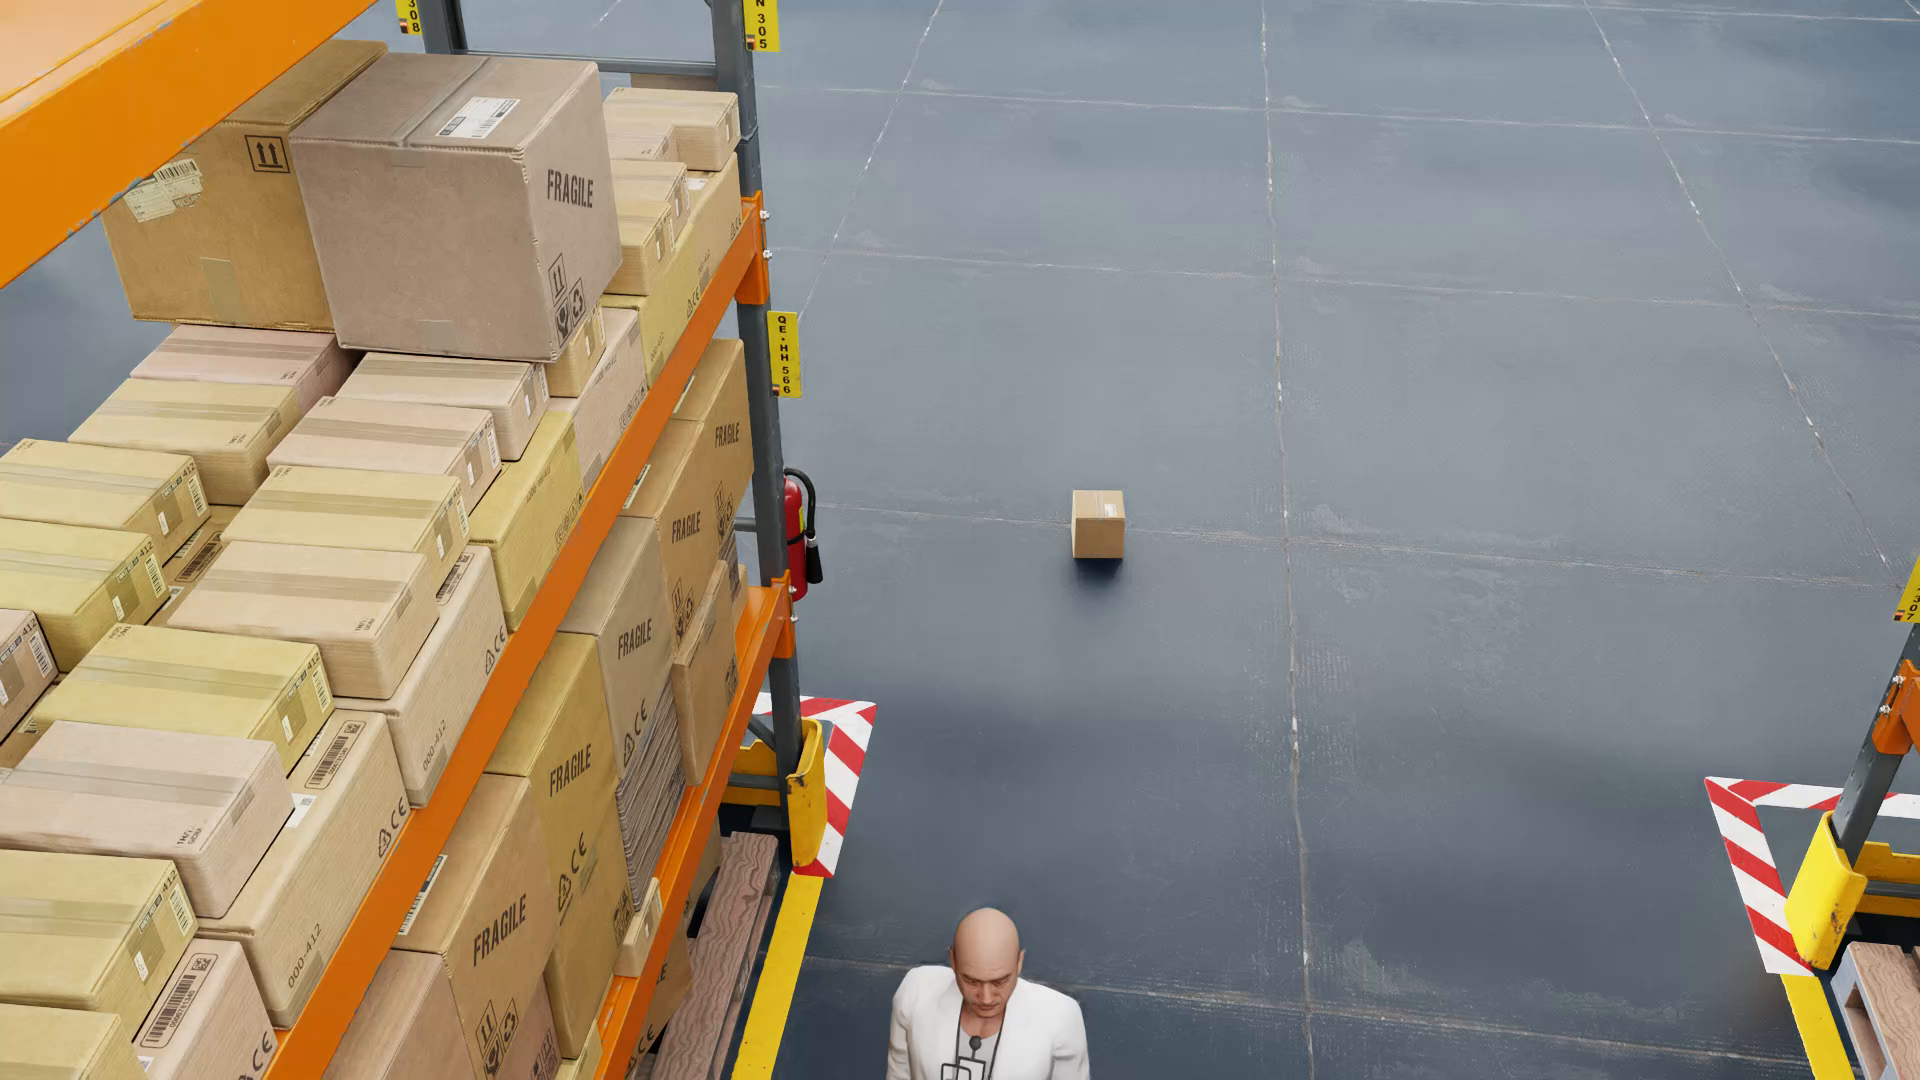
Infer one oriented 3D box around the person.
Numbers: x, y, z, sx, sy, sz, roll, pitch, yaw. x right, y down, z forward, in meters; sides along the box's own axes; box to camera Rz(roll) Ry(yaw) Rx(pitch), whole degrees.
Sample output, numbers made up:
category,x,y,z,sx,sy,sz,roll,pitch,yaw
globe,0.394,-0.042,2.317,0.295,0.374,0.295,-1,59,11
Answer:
category,x,y,z,sx,sy,sz,roll,pitch,yaw
person,0.056,1.738,4.660,0.594,1.687,0.574,8,36,11
